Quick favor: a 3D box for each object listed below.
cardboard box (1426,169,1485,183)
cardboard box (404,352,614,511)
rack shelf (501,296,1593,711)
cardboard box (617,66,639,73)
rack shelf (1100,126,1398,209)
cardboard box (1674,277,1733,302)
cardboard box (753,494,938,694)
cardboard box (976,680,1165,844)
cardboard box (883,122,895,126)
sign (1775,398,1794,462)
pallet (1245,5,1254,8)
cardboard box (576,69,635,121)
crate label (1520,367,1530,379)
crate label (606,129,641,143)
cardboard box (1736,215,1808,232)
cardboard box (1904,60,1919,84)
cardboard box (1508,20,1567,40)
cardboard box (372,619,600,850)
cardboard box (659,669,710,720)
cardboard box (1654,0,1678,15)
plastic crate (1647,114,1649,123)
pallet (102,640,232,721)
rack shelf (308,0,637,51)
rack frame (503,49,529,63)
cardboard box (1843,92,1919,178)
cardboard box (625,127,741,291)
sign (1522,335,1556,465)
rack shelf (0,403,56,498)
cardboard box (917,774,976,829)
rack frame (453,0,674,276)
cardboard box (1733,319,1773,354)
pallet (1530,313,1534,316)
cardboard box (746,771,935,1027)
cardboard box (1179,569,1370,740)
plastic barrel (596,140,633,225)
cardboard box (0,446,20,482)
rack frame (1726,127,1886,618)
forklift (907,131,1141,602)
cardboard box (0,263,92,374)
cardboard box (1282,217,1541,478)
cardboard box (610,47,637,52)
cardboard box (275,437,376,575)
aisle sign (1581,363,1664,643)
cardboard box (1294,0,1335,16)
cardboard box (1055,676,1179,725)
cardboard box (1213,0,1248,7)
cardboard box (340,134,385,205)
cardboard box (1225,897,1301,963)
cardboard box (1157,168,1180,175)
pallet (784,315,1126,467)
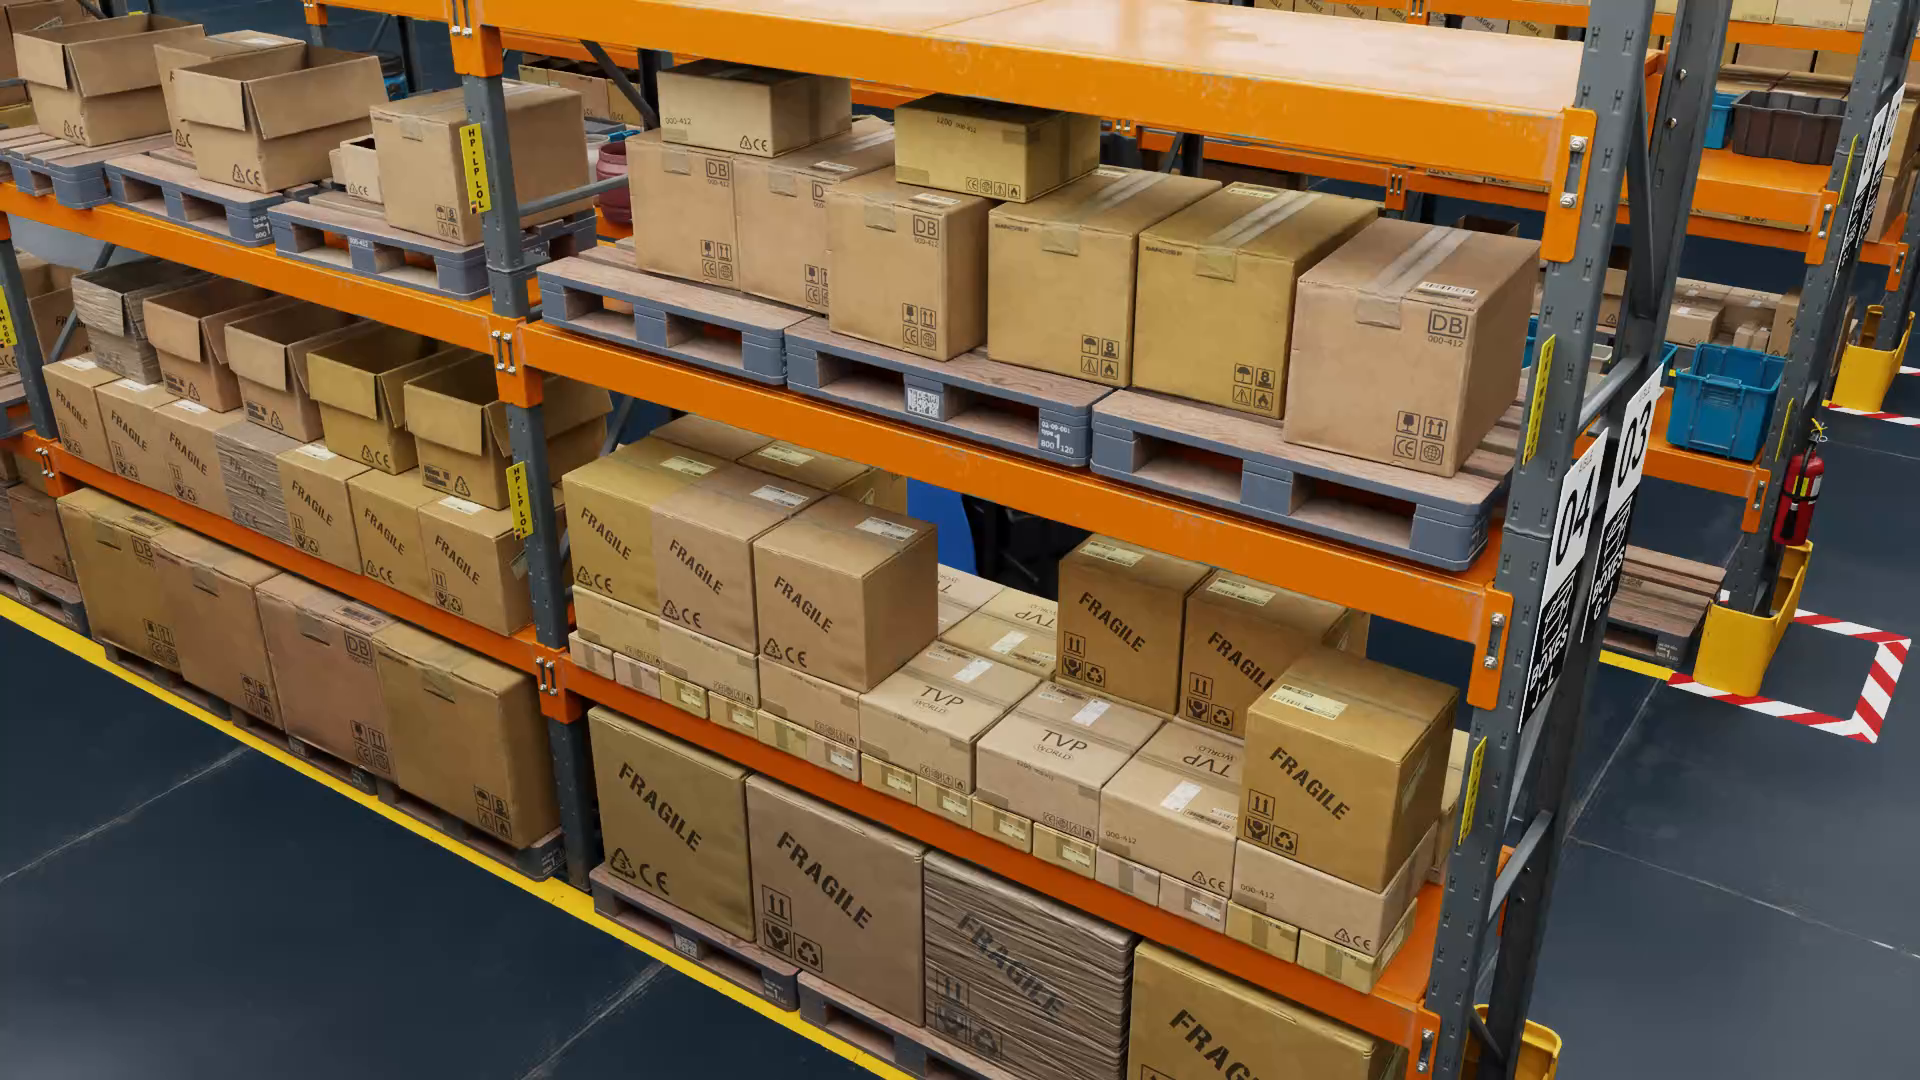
[{"bbox_3d":[4.368,-3.399,14.286,0.500,0.500,0.500,18,32,32],"label":"cardboard box"},{"bbox_3d":[-2.040,-0.538,7.557,0.637,0.503,0.797,16,31,29],"label":"cardboard box"},{"bbox_3d":[0.139,-0.388,5.964,4.000,0.370,1.077,17,32,30],"label":"rack shelf"},{"bbox_3d":[-3.934,-5.558,20.381,0.500,0.500,0.500,17,32,30],"label":"cardboard box"},{"bbox_3d":[2.454,-3.781,15.939,4.000,0.370,1.077,17,32,30],"label":"rack shelf"},{"bbox_3d":[6.288,-2.033,14.259,0.500,0.250,0.500,17,32,30],"label":"cardboard box"},{"bbox_3d":[-0.426,0.195,6.344,0.500,0.500,0.500,16,31,29],"label":"cardboard box"},{"bbox_3d":[0.401,0.790,6.001,0.500,0.250,0.500,16,31,29],"label":"cardboard box"},{"bbox_3d":[-0.741,-4.466,18.443,0.500,0.311,0.500,17,31,30],"label":"cardboard box"},{"bbox_3d":[4.294,-0.572,8.662,0.005,0.325,0.100,17,32,30],"label":"sign"},{"bbox_3d":[2.959,-6.525,20.750,1.003,0.211,1.213,17,32,30],"label":"pallet"},{"bbox_3d":[-4.238,-5.358,19.987,0.500,0.500,0.500,17,32,30],"label":"cardboard box"},{"bbox_3d":[3.343,-0.903,9.715,0.243,0.136,0.396,17,32,30],"label":"crate label"},{"bbox_3d":[-2.668,-3.136,13.840,0.616,0.435,0.502,17,32,30],"label":"crate label"},{"bbox_3d":[6.447,-2.750,13.011,0.500,0.500,0.500,18,32,31],"label":"cardboard box"},{"bbox_3d":[9.775,-4.674,16.571,0.700,0.700,0.980,19,33,33],"label":"cardboard box"},{"bbox_3d":[6.381,-5.651,18.360,0.500,0.500,0.500,17,31,30],"label":"cardboard box"},{"bbox_3d":[-2.048,0.718,8.186,0.875,0.875,1.225,17,32,30],"label":"cardboard box"},{"bbox_3d":[-1.020,0.562,6.889,0.250,0.149,0.380,18,32,32],"label":"cardboard box"},{"bbox_3d":[5.598,-4.254,12.934,0.500,0.250,0.500,17,32,30],"label":"cardboard box"},{"bbox_3d":[3.617,-2.098,8.767,0.336,0.188,0.450,17,32,30],"label":"plastic crate"},{"bbox_3d":[-4.199,0.561,9.688,1.213,0.211,1.003,17,32,30],"label":"pallet"},{"bbox_3d":[-3.651,-4.294,13.640,4.000,0.370,1.077,17,32,30],"label":"rack shelf"},{"bbox_3d":[-5.789,-6.669,20.821,0.127,3.000,1.000,17,32,30],"label":"rack frame"},{"bbox_3d":[6.877,-3.062,12.521,0.500,0.500,0.500,17,32,30],"label":"cardboard box"},{"bbox_3d":[-0.830,-1.320,6.319,0.500,0.500,0.700,15,31,27],"label":"cardboard box"},{"bbox_3d":[1.469,-0.355,4.218,0.005,0.325,0.100,17,32,30],"label":"sign"},{"bbox_3d":[-6.455,-1.105,10.681,4.000,0.370,1.077,17,32,30],"label":"rack shelf"},{"bbox_3d":[0.048,0.893,6.239,0.250,0.149,0.380,18,32,31],"label":"cardboard box"},{"bbox_3d":[-1.509,-2.559,6.130,0.127,3.000,1.000,17,32,30],"label":"rack frame"},{"bbox_3d":[6.529,-1.679,13.655,0.250,0.166,0.380,17,32,30],"label":"cardboard box"},{"bbox_3d":[4.668,-2.168,15.052,1.213,0.211,1.003,17,32,30],"label":"pallet"},{"bbox_3d":[-0.269,1.305,7.031,0.875,0.875,0.875,17,32,30],"label":"cardboard box"},{"bbox_3d":[1.133,0.390,5.962,0.500,0.500,0.500,16,31,29],"label":"cardboard box"},{"bbox_3d":[-2.556,-2.830,13.128,0.708,0.536,0.600,17,32,30],"label":"plastic barrel"},{"bbox_3d":[-5.819,-0.622,10.382,0.500,0.250,0.500,22,34,36],"label":"cardboard box"},{"bbox_3d":[4.592,-0.709,9.111,0.127,3.000,1.000,17,32,30],"label":"rack frame"},{"bbox_3d":[0.753,-0.580,8.933,1.130,2.935,3.031,-14,30,-25],"label":"forklift"},{"bbox_3d":[-5.274,-1.268,9.634,0.500,0.500,0.500,13,30,24],"label":"cardboard box"},{"bbox_3d":[1.329,-0.584,4.874,0.500,0.500,0.700,15,31,27],"label":"cardboard box"},{"bbox_3d":[-3.711,-6.061,19.517,0.500,0.500,0.700,18,32,31],"label":"cardboard box"},{"bbox_3d":[-2.888,-0.209,8.017,0.500,0.500,0.500,17,31,30],"label":"cardboard box"},{"bbox_3d":[2.017,-0.110,5.067,0.004,0.787,0.394,17,32,30],"label":"aisle sign"},{"bbox_3d":[4.289,-6.295,19.627,0.500,0.500,0.500,18,32,32],"label":"cardboard box"},{"bbox_3d":[0.701,0.591,6.393,0.500,0.250,0.500,16,31,29],"label":"cardboard box"},{"bbox_3d":[3.214,-6.825,20.533,0.500,0.500,0.700,13,30,24],"label":"cardboard box"},{"bbox_3d":[-2.363,-1.685,7.355,0.500,0.311,0.500,16,31,29],"label":"cardboard box"},{"bbox_3d":[1.093,1.220,5.597,0.250,0.149,0.380,18,32,31],"label":"cardboard box"},{"bbox_3d":[2.136,-3.411,16.691,0.500,0.500,0.500,16,31,29],"label":"cardboard box"},{"bbox_3d":[0.161,-0.655,5.794,1.213,0.211,1.003,17,32,30],"label":"pallet"}]
